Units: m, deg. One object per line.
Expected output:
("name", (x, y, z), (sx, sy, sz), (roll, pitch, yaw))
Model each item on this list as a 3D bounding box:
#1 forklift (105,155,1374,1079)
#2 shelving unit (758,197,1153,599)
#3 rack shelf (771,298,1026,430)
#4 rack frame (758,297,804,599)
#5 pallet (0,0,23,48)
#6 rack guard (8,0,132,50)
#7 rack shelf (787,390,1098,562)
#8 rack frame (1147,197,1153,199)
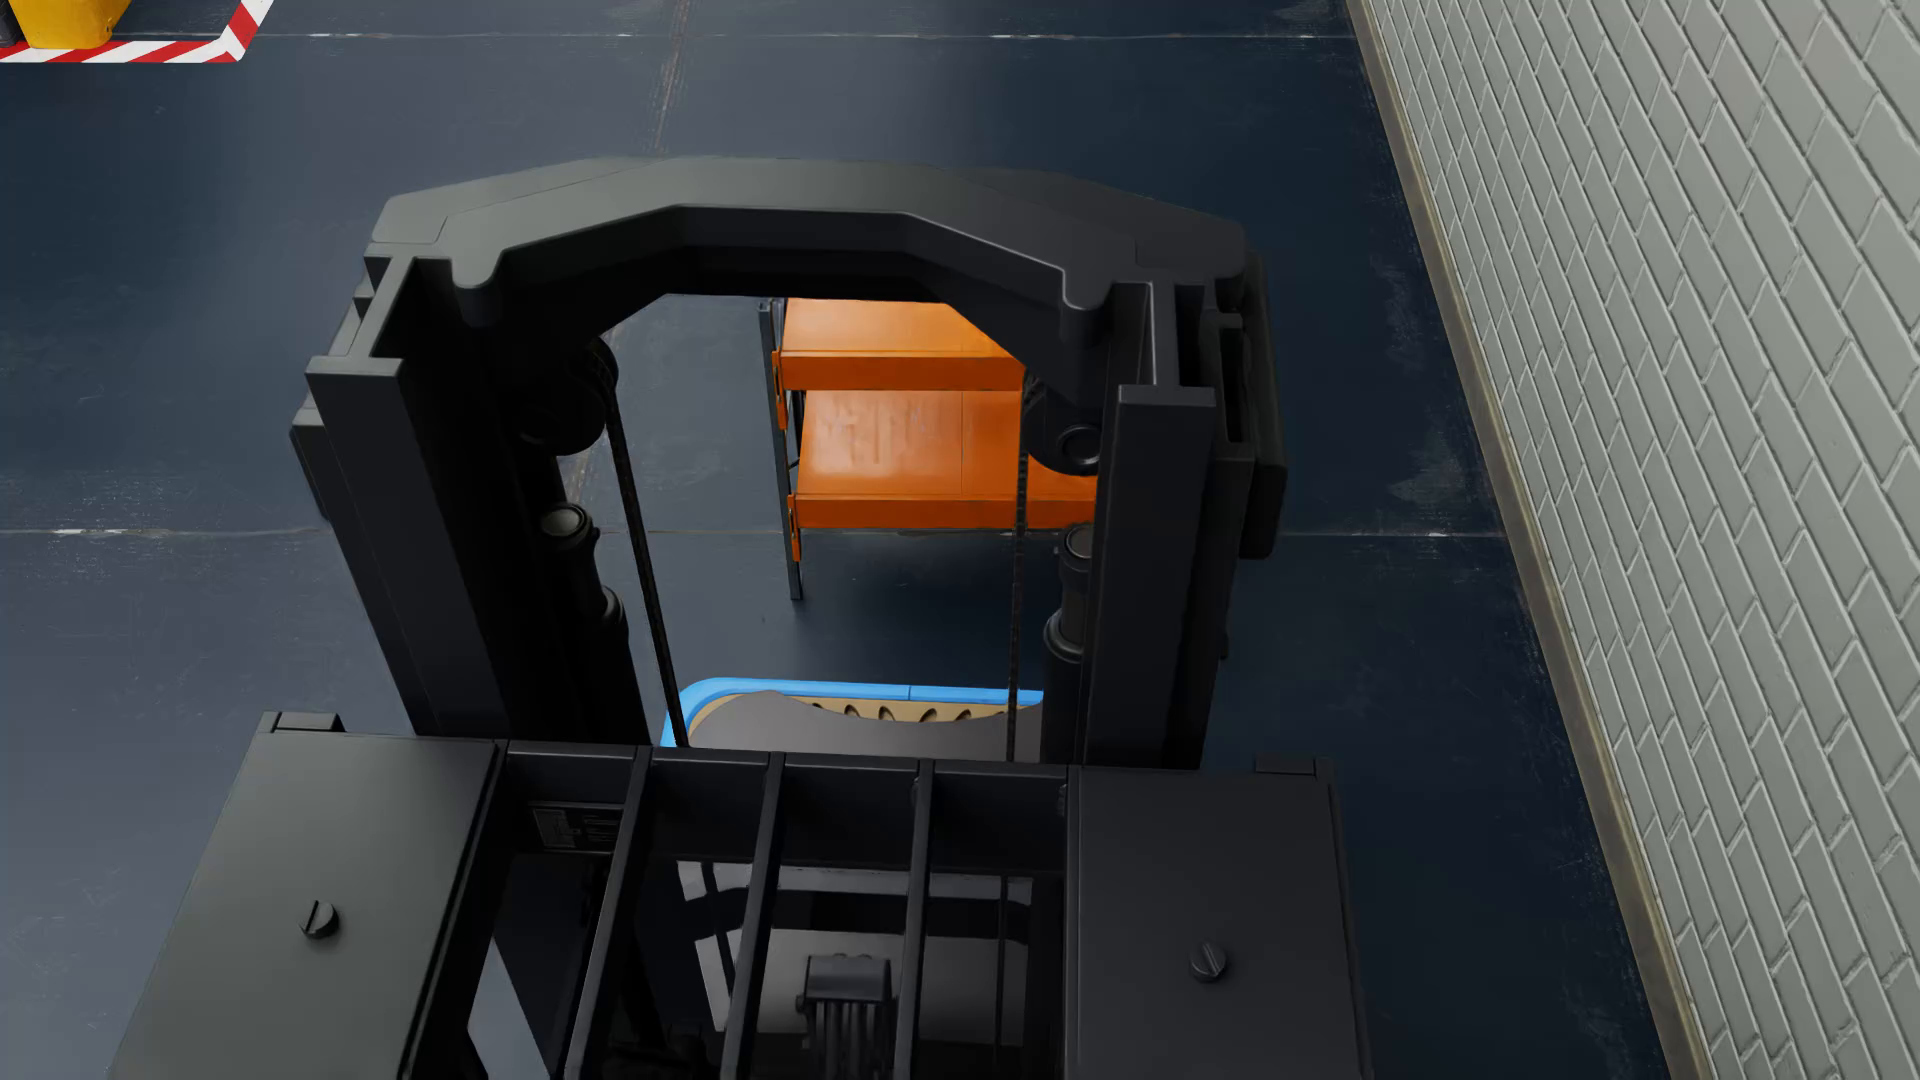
("forklift", (-0.185, 1.117, 2.208), (1.130, 2.935, 3.031), (2, 47, 2))
("shelving unit", (0.007, -0.383, 4.838), (1.048, 1.125, 0.538), (0, 47, 0))
("rack shelf", (0.007, -0.583, 4.624), (1.000, 0.278, 0.538), (0, 47, 0))
("rack frame", (-0.502, -0.385, 4.840), (0.032, 1.125, 0.500), (0, 47, 0))
("pallet", (-4.726, -2.581, 7.508), (1.213, 0.211, 1.003), (0, 47, 0))
("rack guard", (-3.902, -2.735, 7.454), (0.348, 0.500, 1.175), (0, 47, 0))
("rack shelf", (0.007, -0.217, 5.017), (1.000, 0.278, 0.538), (0, 47, 0))
("rack frame", (0.515, -0.382, 4.837), (0.032, 1.125, 0.500), (0, 47, 0))
